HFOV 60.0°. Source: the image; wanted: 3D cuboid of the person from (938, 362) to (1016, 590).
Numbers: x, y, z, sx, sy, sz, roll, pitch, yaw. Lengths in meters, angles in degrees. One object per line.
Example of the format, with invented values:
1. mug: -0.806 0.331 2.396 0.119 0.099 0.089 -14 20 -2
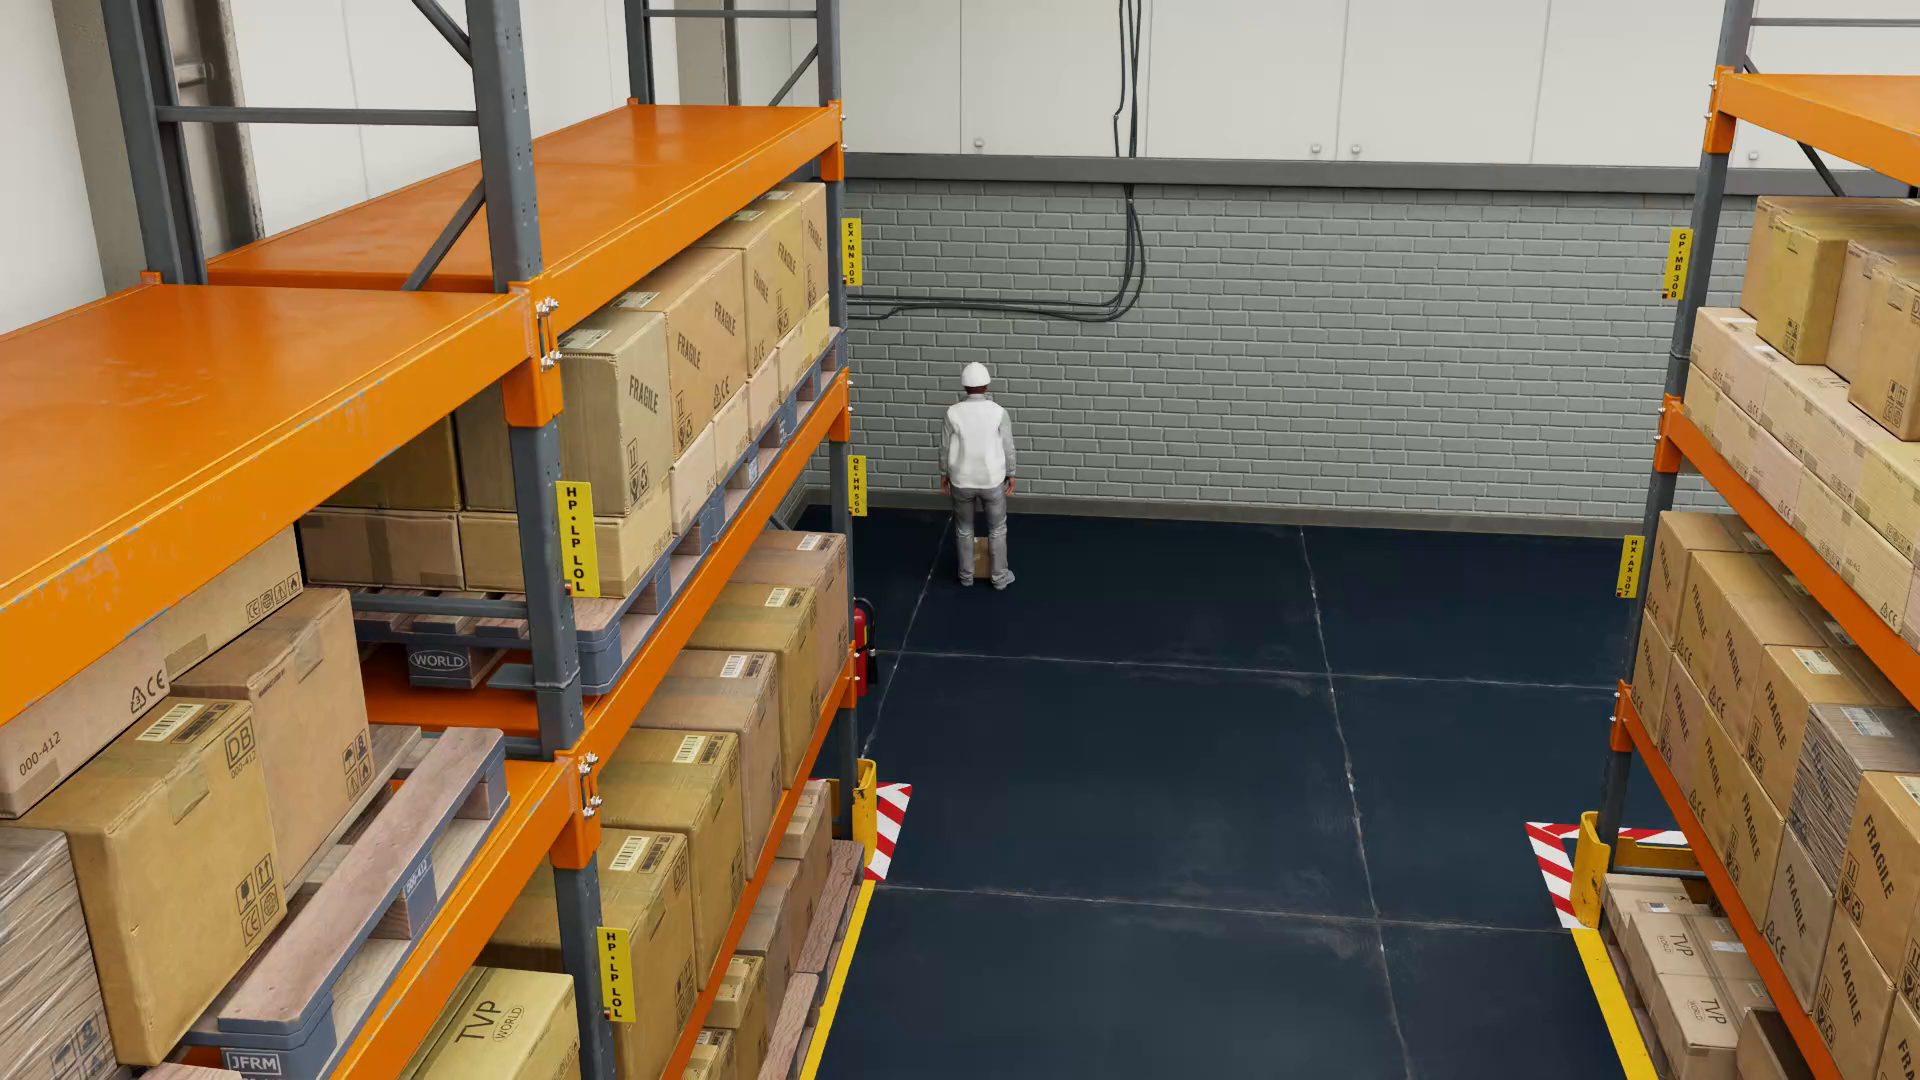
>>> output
1. person: 0.132 -0.483 12.727 0.590 1.772 0.465 2 21 4
